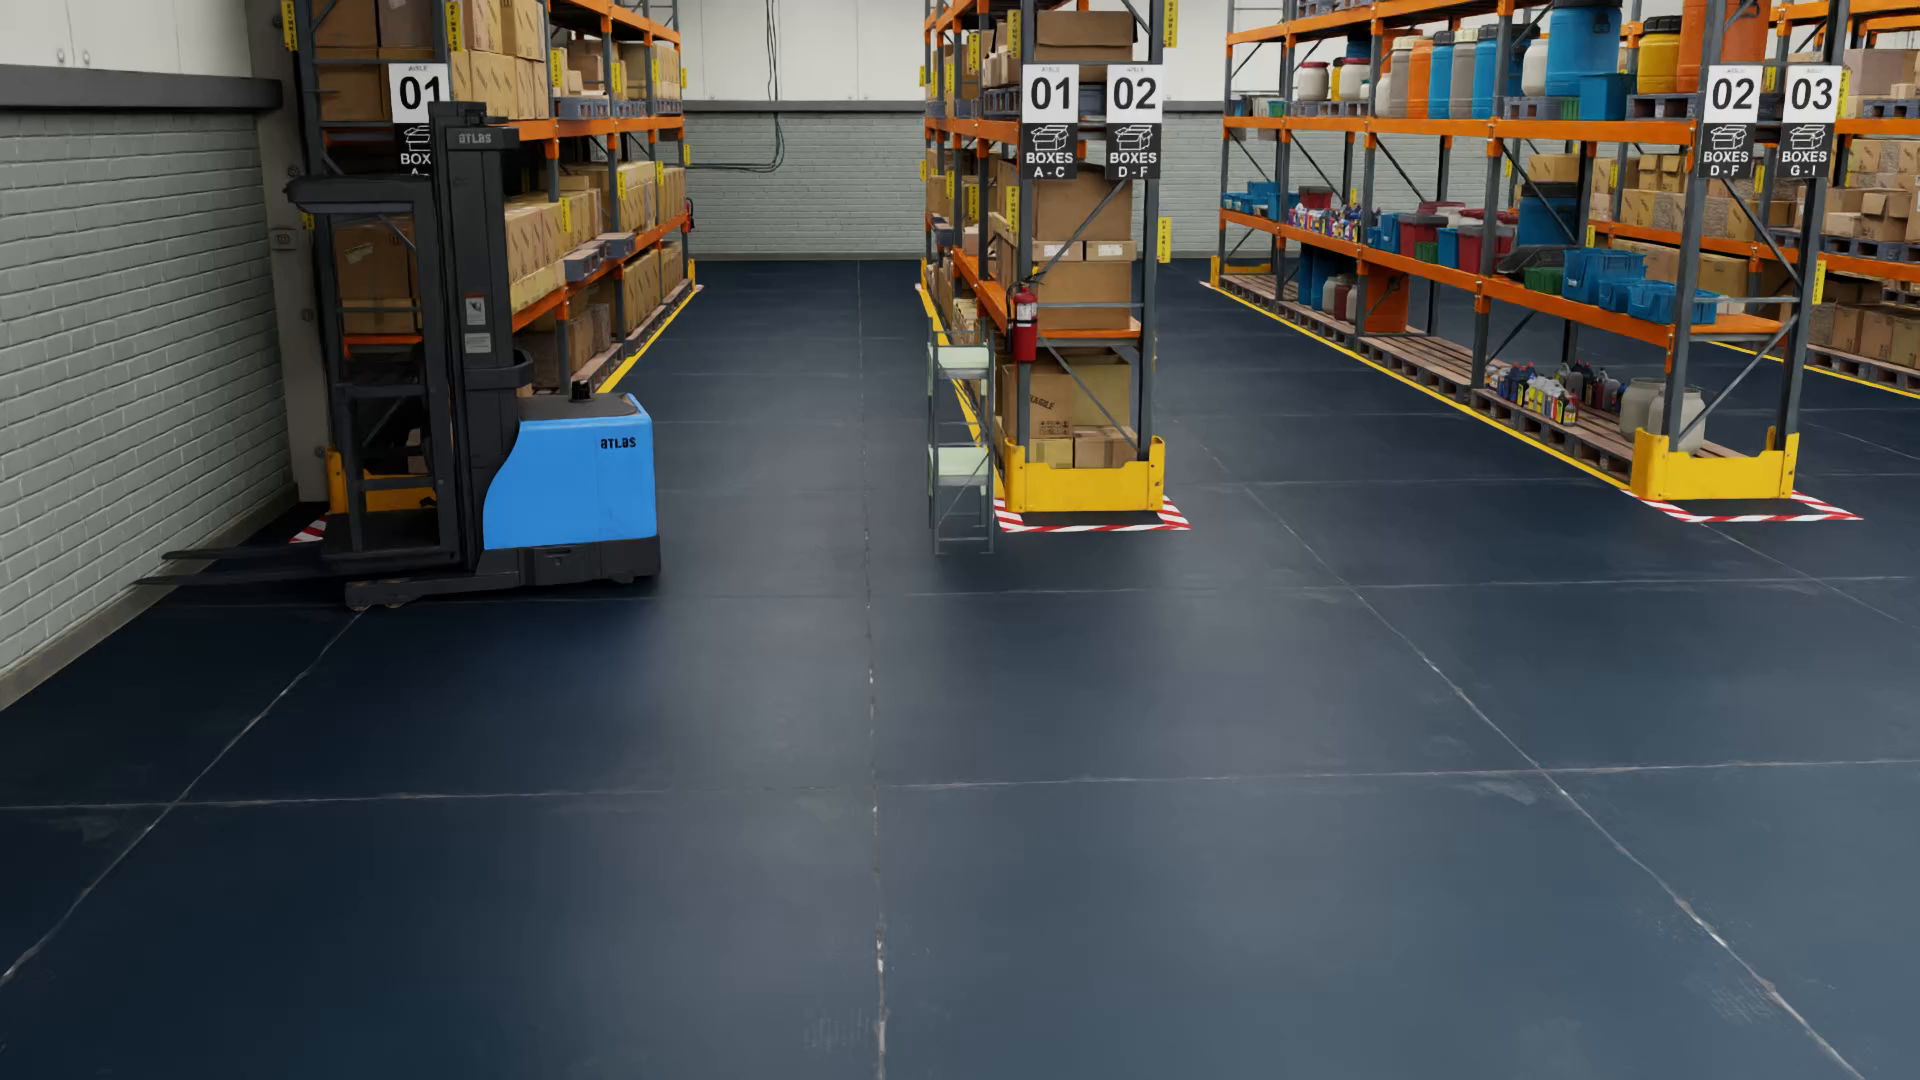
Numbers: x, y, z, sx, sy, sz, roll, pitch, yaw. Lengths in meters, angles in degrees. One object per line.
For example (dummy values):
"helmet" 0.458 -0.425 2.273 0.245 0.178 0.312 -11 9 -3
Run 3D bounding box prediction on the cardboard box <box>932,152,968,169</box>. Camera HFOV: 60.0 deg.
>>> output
"cardboard box" -0.142 -5.479 24.595 0.500 0.500 0.500 -1 14 -5

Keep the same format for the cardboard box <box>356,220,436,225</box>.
"cardboard box" -4.281 -2.175 12.717 0.500 0.500 0.500 -1 14 -3

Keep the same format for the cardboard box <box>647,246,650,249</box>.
"cardboard box" -4.994 -4.462 25.721 0.380 0.149 0.250 -1 14 -3

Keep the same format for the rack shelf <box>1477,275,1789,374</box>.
"rack shelf" 5.746 -1.938 14.481 1.077 0.370 4.000 -1 14 -3

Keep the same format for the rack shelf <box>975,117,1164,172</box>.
"rack shelf" 0.802 -3.315 13.814 1.077 0.370 4.000 -1 14 -3

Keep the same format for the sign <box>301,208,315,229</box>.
"sign" -4.574 -2.346 11.667 0.100 0.325 0.005 -1 14 -3

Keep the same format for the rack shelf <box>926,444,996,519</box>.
"rack shelf" 0.000 -0.409 11.414 0.431 0.370 0.720 -1 14 -3

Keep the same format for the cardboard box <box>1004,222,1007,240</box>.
"cardboard box" 0.585 -2.680 14.421 0.380 0.149 0.250 -1 14 -5

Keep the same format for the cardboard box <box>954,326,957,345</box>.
"cardboard box" 0.201 -2.315 19.178 0.500 0.250 0.500 -1 14 -5

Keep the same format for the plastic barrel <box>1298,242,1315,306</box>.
"plastic barrel" 5.143 -3.825 23.740 0.600 0.901 0.708 -1 14 -3

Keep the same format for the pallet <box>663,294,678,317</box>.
"pallet" -4.731 -3.460 24.551 1.003 0.211 1.213 -1 14 -3

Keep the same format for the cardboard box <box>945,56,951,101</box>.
"cardboard box" 0.140 -6.324 22.822 0.600 0.600 0.600 -2 15 -9

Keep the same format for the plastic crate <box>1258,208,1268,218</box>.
"plastic crate" 4.789 -4.943 25.150 0.437 0.125 0.590 -1 14 -3

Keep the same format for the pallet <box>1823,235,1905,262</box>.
"pallet" 10.481 -3.270 18.602 1.003 0.211 1.213 -1 14 -3

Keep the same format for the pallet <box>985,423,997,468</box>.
"pallet" 0.764 -0.855 14.426 1.003 0.211 1.213 -1 14 -3

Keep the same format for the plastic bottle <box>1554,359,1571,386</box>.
"plastic bottle" 5.805 -1.556 15.986 0.144 0.351 0.185 -1 14 -3

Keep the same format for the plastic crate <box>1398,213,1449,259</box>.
"plastic crate" 5.169 -3.403 18.603 0.402 0.464 0.583 -1 14 -3

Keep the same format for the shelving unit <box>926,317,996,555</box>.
"shelving unit" 0.000 -0.725 11.333 0.431 1.500 0.755 -1 14 -3

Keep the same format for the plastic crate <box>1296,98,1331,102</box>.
"plastic crate" 5.323 -6.476 24.917 0.497 0.269 0.590 -1 14 -3

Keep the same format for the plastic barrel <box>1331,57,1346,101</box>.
"plastic barrel" 5.385 -6.296 22.738 0.600 0.588 0.600 0 14 0

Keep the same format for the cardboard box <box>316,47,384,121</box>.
"cardboard box" -4.297 -3.246 11.864 0.500 0.500 0.500 0 14 1

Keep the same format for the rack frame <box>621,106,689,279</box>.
"rack frame" -5.010 -5.615 27.330 1.000 3.000 0.127 -1 14 -3

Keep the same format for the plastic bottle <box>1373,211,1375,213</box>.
"plastic bottle" 5.550 -4.313 22.517 0.152 0.276 0.135 -1 14 -3

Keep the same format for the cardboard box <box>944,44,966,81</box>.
"cardboard box" 0.114 -6.803 23.721 0.700 0.500 0.500 -1 14 -3

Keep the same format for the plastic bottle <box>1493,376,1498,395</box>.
"plastic bottle" 5.217 -1.505 16.088 0.097 0.201 0.097 0 14 0

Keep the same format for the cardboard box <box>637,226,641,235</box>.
"cardboard box" -4.423 -4.112 21.952 0.380 0.149 0.250 -1 14 -5

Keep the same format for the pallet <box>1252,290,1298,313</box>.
"pallet" 5.042 -3.605 25.114 1.003 0.211 1.213 -1 14 -3

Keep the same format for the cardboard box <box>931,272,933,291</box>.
"cardboard box" -0.183 -3.932 25.303 0.500 0.311 0.500 -1 14 -3

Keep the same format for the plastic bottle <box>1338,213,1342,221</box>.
"plastic bottle" 4.985 -4.148 21.863 0.061 0.283 0.133 -1 14 -3

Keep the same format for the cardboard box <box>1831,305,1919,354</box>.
"cardboard box" 10.468 -2.412 19.016 0.700 0.500 0.500 0 14 1

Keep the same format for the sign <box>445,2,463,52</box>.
"sign" -3.477 -3.520 11.414 0.100 0.325 0.005 -1 14 -3

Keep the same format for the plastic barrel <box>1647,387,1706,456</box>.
"plastic barrel" 5.753 -0.950 13.348 0.421 0.512 0.421 0 14 0

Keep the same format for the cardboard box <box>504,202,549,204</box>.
"cardboard box" -4.264 -3.019 16.157 0.700 0.500 0.500 -1 14 -3

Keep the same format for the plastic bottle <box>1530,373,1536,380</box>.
"plastic bottle" 5.387 -1.434 15.672 0.097 0.271 0.097 0 14 0

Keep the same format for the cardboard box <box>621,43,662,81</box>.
"cardboard box" -4.526 -6.797 23.656 0.500 0.500 0.500 -1 14 -4

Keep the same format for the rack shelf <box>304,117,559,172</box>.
"rack shelf" -4.142 -3.237 13.513 1.077 0.370 4.000 -1 14 -3

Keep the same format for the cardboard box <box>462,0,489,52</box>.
"cardboard box" -3.781 -3.856 12.226 0.500 0.500 0.500 -1 14 -4

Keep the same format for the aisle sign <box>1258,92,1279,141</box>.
"aisle sign" 5.166 -7.049 27.687 0.394 0.787 0.004 -1 14 -3

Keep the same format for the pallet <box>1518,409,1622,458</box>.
"pallet" 5.700 -0.961 14.839 1.003 0.211 1.213 -1 14 -3

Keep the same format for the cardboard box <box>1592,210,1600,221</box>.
"cardboard box" 9.707 -4.863 24.911 0.380 0.149 0.250 -1 14 -2

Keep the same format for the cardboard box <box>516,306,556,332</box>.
"cardboard box" -4.359 -2.289 17.030 0.500 0.250 0.500 -1 14 -5

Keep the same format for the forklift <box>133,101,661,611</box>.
"forklift" -3.460 -1.145 10.095 3.031 2.935 1.130 -5 15 -17

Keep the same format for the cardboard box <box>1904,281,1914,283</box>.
"cardboard box" 14.660 -4.008 25.367 0.380 0.149 0.250 -2 15 -6

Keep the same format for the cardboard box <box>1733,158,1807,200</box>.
"cardboard box" 10.288 -4.571 21.059 0.797 0.503 0.637 0 14 -2

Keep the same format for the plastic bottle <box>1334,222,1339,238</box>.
"plastic bottle" 4.884 -4.008 21.482 0.097 0.201 0.097 0 14 0

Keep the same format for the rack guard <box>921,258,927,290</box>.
"rack guard" -0.061 -4.463 27.869 1.175 0.500 0.348 -1 14 -3

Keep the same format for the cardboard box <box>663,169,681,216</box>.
"cardboard box" -4.912 -5.453 26.097 0.980 0.700 0.700 -1 14 -4

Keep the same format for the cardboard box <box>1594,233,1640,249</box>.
"cardboard box" 10.109 -4.189 25.210 0.875 0.875 0.875 -1 14 -3

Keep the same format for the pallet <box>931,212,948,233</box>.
"pallet" 0.123 -4.404 23.009 1.003 0.211 1.213 -1 14 -3

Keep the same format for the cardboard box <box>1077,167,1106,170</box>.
"cardboard box" 0.868 -2.650 13.002 0.700 0.500 0.500 -1 14 -5

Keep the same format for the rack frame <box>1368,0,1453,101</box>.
"rack frame" 5.374 -6.684 19.444 1.000 3.000 0.127 -1 14 -3

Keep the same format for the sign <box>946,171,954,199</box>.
"sign" -0.111 -4.214 19.722 0.100 0.325 0.005 -1 14 -3

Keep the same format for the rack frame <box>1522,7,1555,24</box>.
"rack frame" 9.822 -8.750 27.474 1.000 3.000 0.127 -1 14 -3
